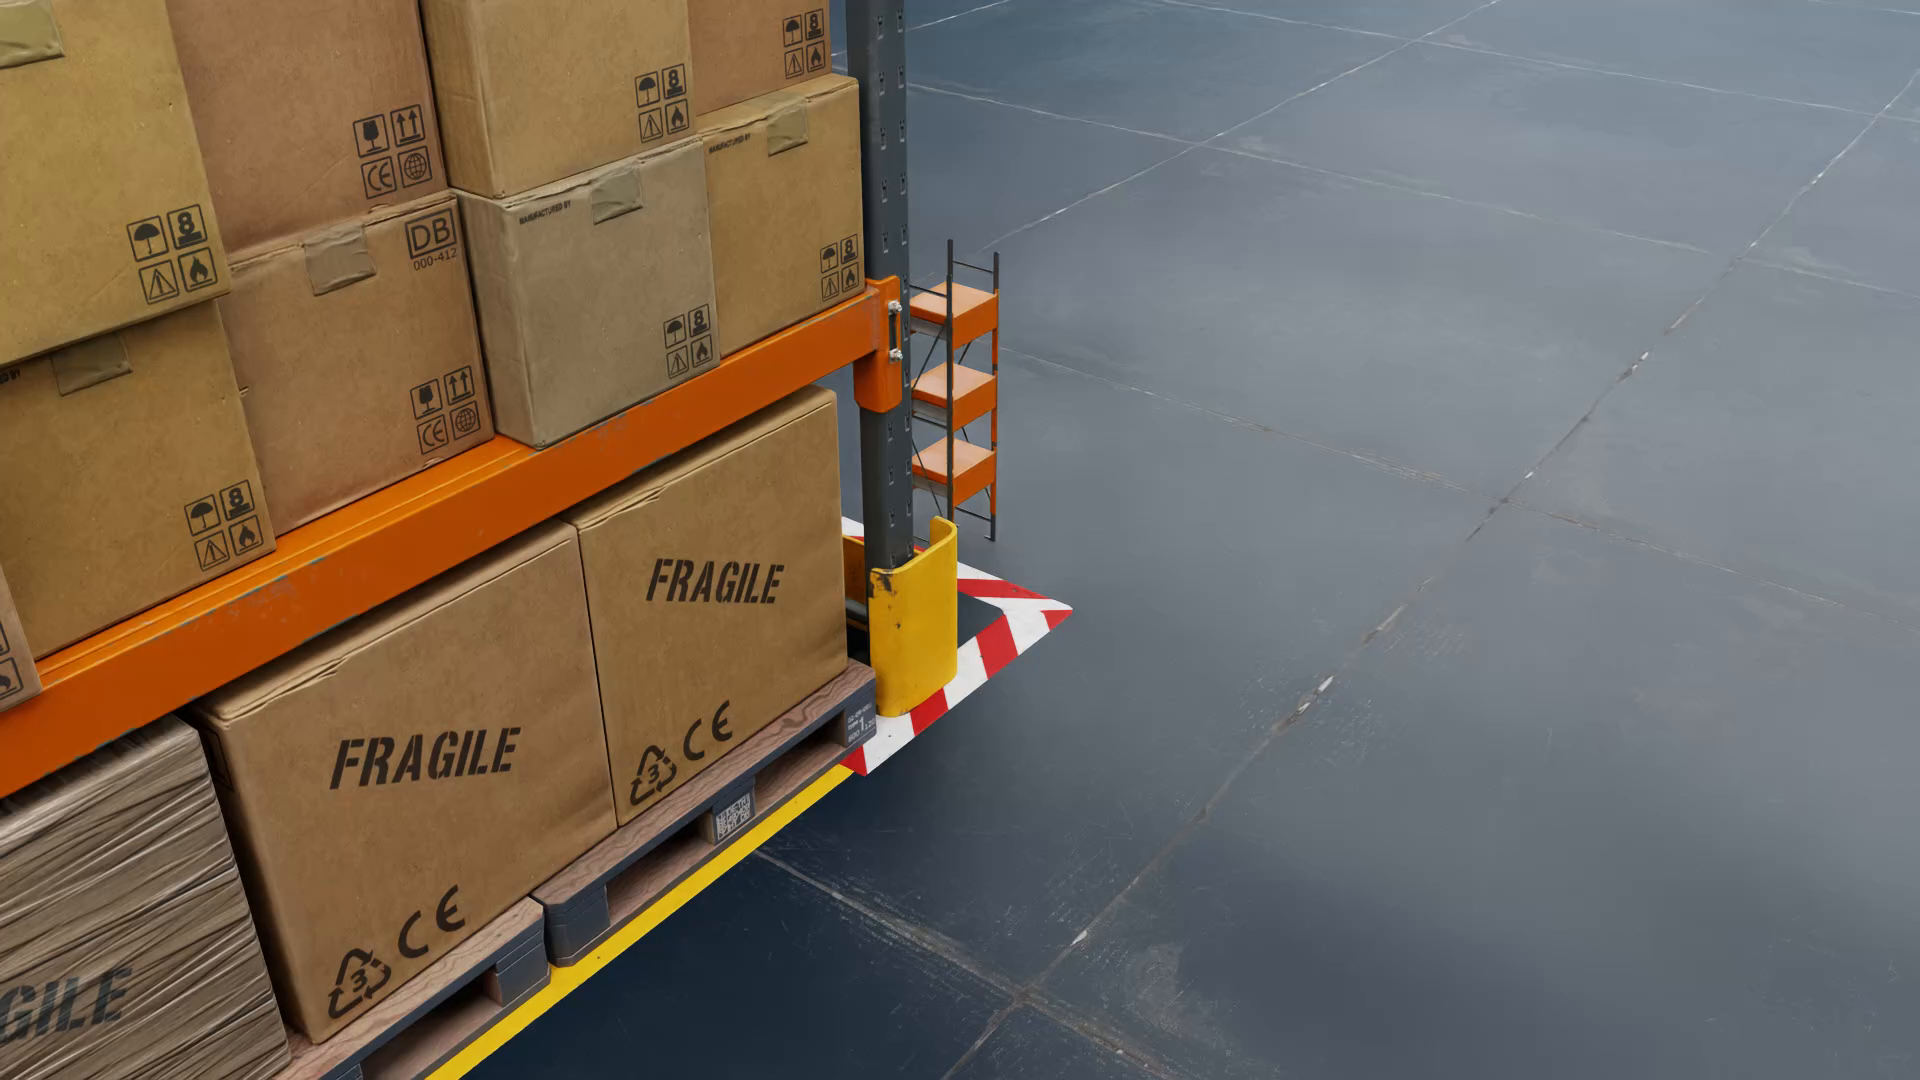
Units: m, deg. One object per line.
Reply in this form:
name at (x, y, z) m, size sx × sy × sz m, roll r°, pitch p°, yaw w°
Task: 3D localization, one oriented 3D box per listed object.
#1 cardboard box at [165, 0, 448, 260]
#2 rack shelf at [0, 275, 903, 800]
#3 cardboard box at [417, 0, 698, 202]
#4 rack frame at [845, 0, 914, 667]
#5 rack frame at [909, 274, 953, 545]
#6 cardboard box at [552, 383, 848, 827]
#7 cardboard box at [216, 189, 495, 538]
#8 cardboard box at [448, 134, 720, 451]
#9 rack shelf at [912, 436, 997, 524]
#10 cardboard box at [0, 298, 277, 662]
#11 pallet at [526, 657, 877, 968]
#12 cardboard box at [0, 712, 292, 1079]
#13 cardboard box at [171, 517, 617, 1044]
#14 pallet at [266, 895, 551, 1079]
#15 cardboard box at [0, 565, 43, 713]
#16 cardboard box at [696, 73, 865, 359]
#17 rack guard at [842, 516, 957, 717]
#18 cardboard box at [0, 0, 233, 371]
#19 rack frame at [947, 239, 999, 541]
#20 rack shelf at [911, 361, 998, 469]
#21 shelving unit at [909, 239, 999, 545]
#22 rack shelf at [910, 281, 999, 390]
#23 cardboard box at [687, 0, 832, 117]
cardboard box at (-1.526, -0.949, 3.203) m, size 0.875 × 0.550 × 0.550 m, roll 21°, pitch 37°, yaw 31°
rack shelf at (-1.773, 0.126, 3.301) m, size 1.077 × 0.370 × 4.000 m, roll 21°, pitch 37°, yaw 31°
cardboard box at (-1.079, -1.135, 3.517) m, size 0.875 × 0.550 × 0.550 m, roll 21°, pitch 37°, yaw 31°
rack frame at (-0.566, -0.997, 4.490) m, size 1.000 × 3.000 × 0.127 m, roll 21°, pitch 37°, yaw 31°
rack frame at (-0.106, -0.380, 5.362) m, size 0.200 × 1.050 × 0.008 m, roll 21°, pitch 37°, yaw 31°
cardboard box at (-0.923, 0.033, 4.425) m, size 0.875 × 0.875 × 0.875 m, roll 21°, pitch 37°, yaw 32°
cardboard box at (-1.507, -0.477, 3.466) m, size 0.875 × 0.550 × 0.550 m, roll 21°, pitch 37°, yaw 31°
cardboard box at (-1.069, -0.666, 3.785) m, size 0.875 × 0.550 × 0.550 m, roll 21°, pitch 37°, yaw 31°
rack shelf at (-0.032, -0.182, 5.593) m, size 0.215 × 0.259 × 0.240 m, roll 21°, pitch 37°, yaw 31°
cardboard box at (-1.794, -0.249, 3.081) m, size 0.875 × 0.550 × 0.500 m, roll 21°, pitch 37°, yaw 31°
pallet at (-0.986, 0.552, 4.612) m, size 1.003 × 0.211 × 1.213 m, roll 21°, pitch 37°, yaw 31°
cardboard box at (-2.004, 0.761, 3.196) m, size 0.875 × 0.875 × 0.875 m, roll 21°, pitch 37°, yaw 32°
cardboard box at (-1.452, 0.391, 3.820) m, size 0.875 × 0.875 × 0.875 m, roll 20°, pitch 36°, yaw 31°
pallet at (-1.723, 1.046, 3.778) m, size 1.003 × 0.211 × 1.213 m, roll 21°, pitch 37°, yaw 31°
cardboard box at (-2.034, -0.003, 2.665) m, size 0.875 × 0.550 × 0.550 m, roll 21°, pitch 37°, yaw 31°
cardboard box at (-0.754, -0.896, 4.173) m, size 0.875 × 0.550 × 0.550 m, roll 21°, pitch 37°, yaw 31°
rack guard at (-0.552, 0.069, 5.143) m, size 1.175 × 0.500 × 0.348 m, roll 21°, pitch 37°, yaw 31°
cardboard box at (-1.742, -0.694, 2.772) m, size 0.875 × 0.550 × 0.500 m, roll 21°, pitch 37°, yaw 31°
rack frame at (0.041, -0.480, 5.529) m, size 0.200 × 1.050 × 0.008 m, roll 21°, pitch 37°, yaw 31°
rack shelf at (-0.032, -0.421, 5.451) m, size 0.215 × 0.259 × 0.240 m, roll 21°, pitch 37°, yaw 31°
shelving unit at (-0.032, -0.430, 5.446) m, size 0.215 × 1.050 × 0.252 m, roll 21°, pitch 37°, yaw 31°
rack shelf at (-0.032, -0.665, 5.307) m, size 0.215 × 0.259 × 0.240 m, roll 21°, pitch 37°, yaw 31°
cardboard box at (-0.821, -1.387, 3.942) m, size 0.875 × 0.550 × 0.550 m, roll 21°, pitch 37°, yaw 31°
